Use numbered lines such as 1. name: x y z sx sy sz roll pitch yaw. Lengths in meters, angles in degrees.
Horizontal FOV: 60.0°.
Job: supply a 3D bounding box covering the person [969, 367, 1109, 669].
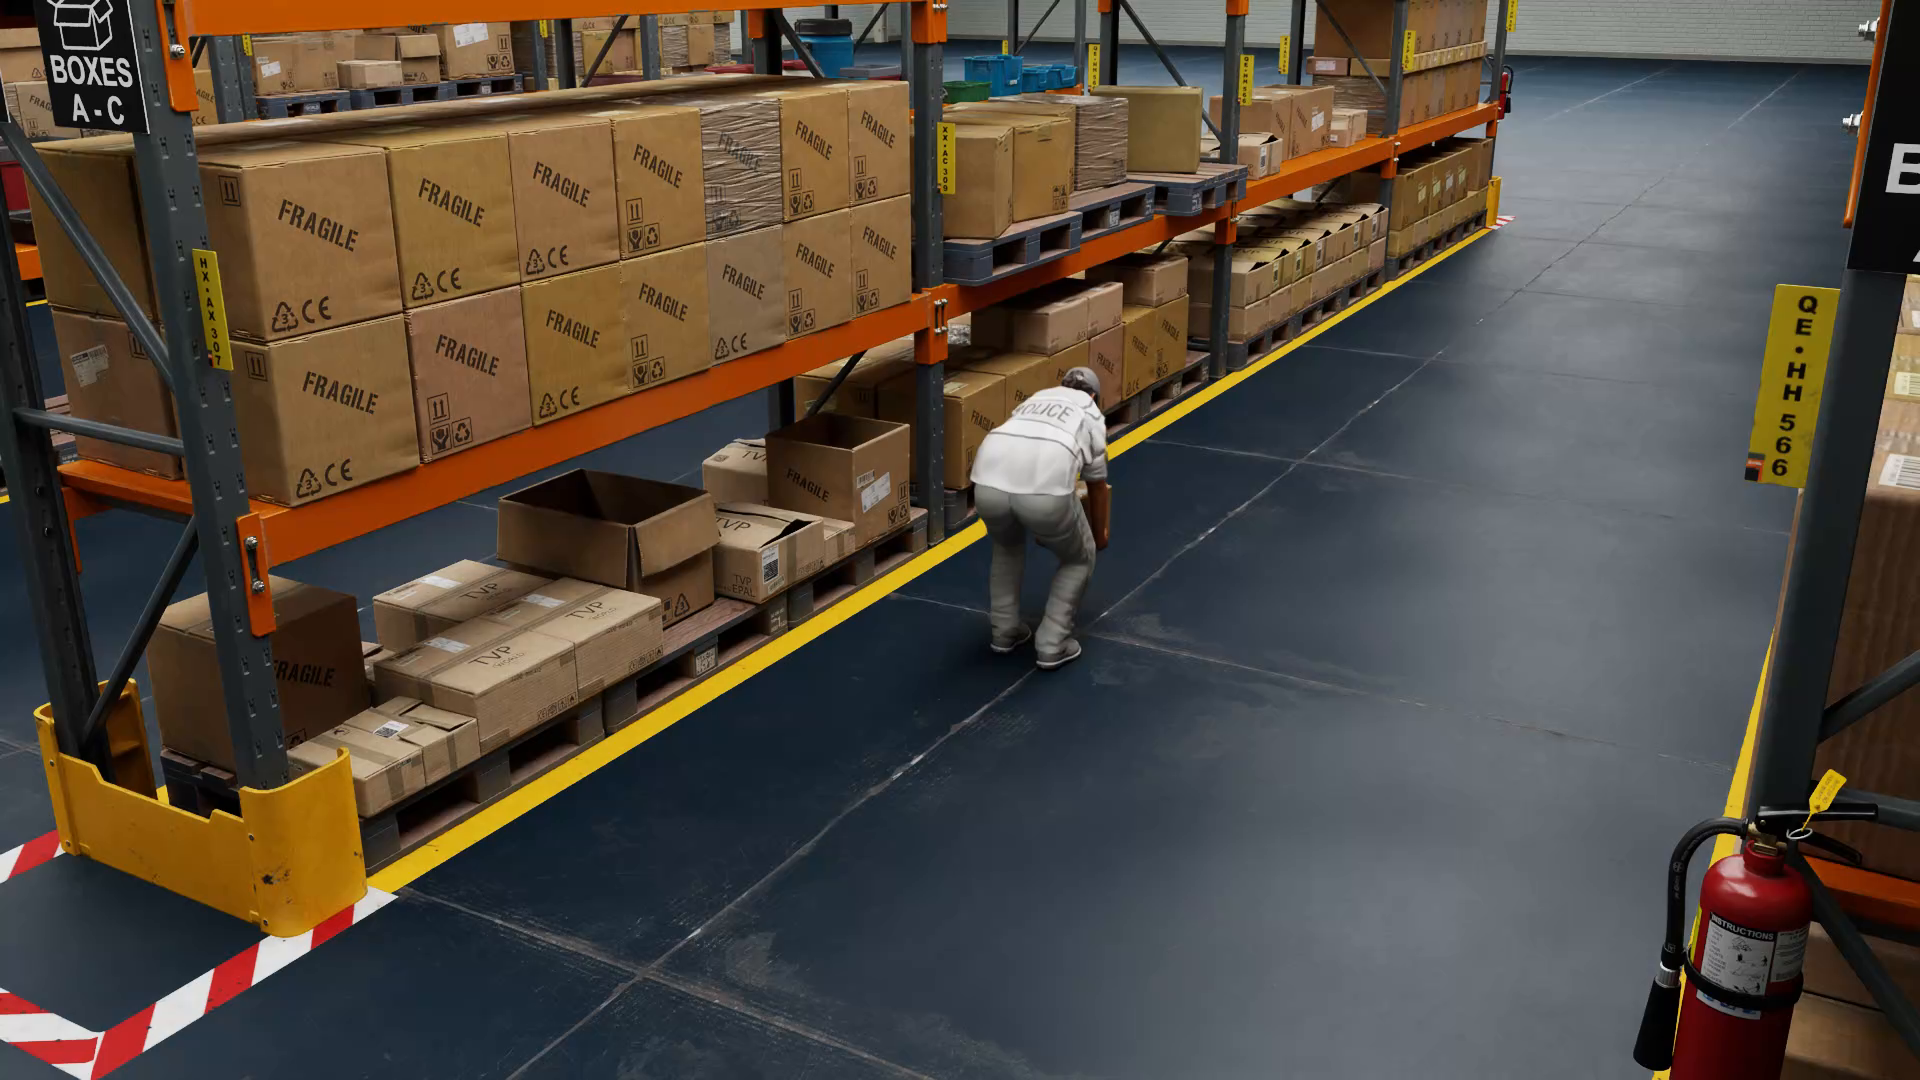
1. person: 0.384 -0.100 7.122 0.479 1.153 0.921 9 22 25
